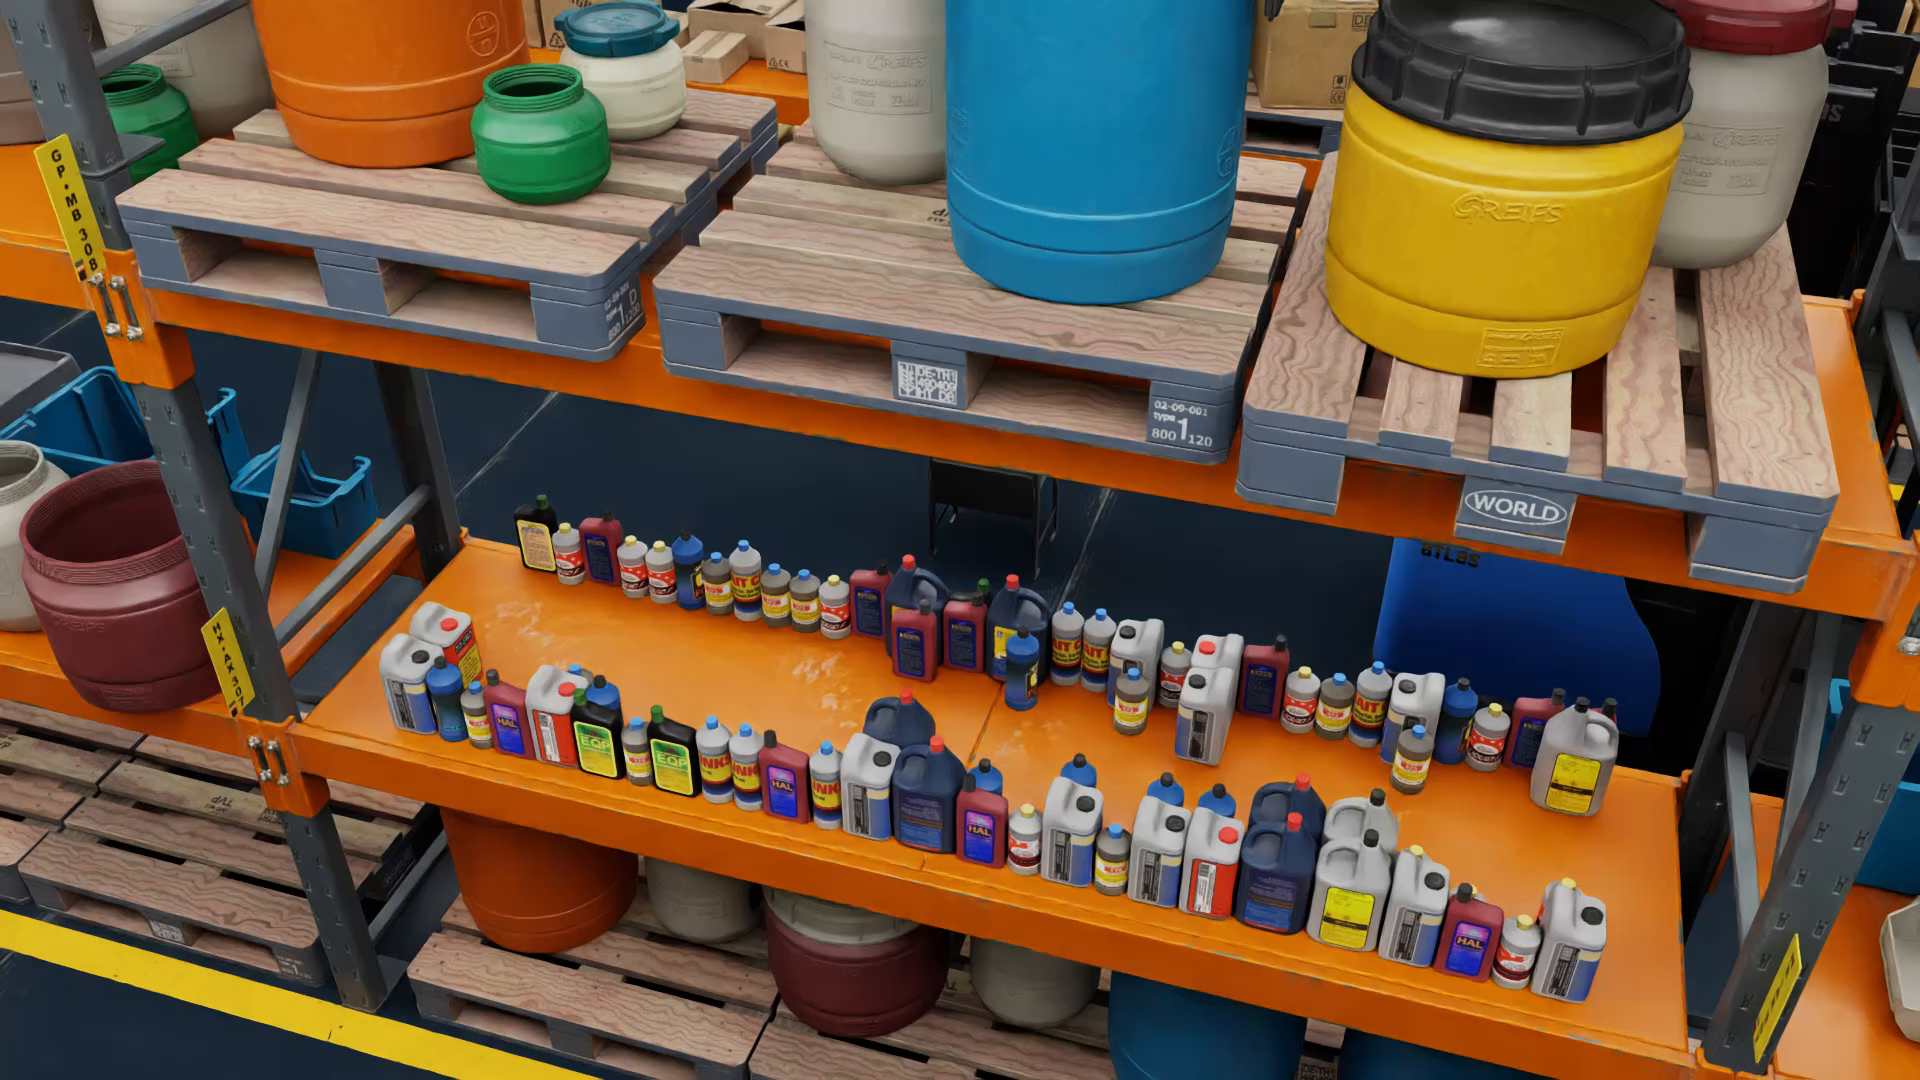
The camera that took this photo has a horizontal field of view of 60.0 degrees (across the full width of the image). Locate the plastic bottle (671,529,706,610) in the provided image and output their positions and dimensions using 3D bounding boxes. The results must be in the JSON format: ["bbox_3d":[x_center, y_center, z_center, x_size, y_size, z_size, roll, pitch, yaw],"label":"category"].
[{"bbox_3d":[-0.849,0.083,5.215,0.097,0.271,0.097,0,36,0],"label":"plastic bottle"}]

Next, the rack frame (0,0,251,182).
[{"bbox_3d":[-1.873,-2.321,3.312,0.127,3.000,1.000,10,38,14],"label":"rack frame"}]

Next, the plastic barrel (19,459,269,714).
[{"bbox_3d":[-2.406,0.130,4.928,0.708,0.536,0.600,10,38,14],"label":"plastic barrel"}]

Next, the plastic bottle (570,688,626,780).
[{"bbox_3d":[-1.000,0.533,4.594,0.133,0.283,0.061,10,38,14],"label":"plastic bottle"}]

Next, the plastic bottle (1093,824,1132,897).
[{"bbox_3d":[0.395,0.813,4.282,0.097,0.201,0.097,0,36,0],"label":"plastic bottle"}]

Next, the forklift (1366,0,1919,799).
[{"bbox_3d":[3.189,-0.361,5.768,3.031,2.935,1.130,14,39,19],"label":"forklift"}]

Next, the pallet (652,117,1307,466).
[{"bbox_3d":[0.084,-0.612,3.679,1.213,0.211,1.003,10,38,14],"label":"pallet"}]

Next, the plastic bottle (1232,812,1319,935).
[{"bbox_3d":[0.794,0.812,4.157,0.185,0.351,0.144,10,38,14],"label":"plastic bottle"}]

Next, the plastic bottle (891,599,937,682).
[{"bbox_3d":[-0.135,0.289,4.926,0.133,0.283,0.061,10,38,14],"label":"plastic bottle"}]

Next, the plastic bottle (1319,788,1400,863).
[{"bbox_3d":[1.013,0.763,4.224,0.185,0.351,0.144,10,38,14],"label":"plastic bottle"}]

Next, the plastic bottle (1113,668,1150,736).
[{"bbox_3d":[0.492,0.454,4.770,0.097,0.201,0.097,0,36,0],"label":"plastic bottle"}]

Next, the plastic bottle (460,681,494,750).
[{"bbox_3d":[-1.361,0.488,4.724,0.097,0.201,0.097,0,36,0],"label":"plastic bottle"}]

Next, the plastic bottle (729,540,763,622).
[{"bbox_3d":[-0.663,0.118,5.168,0.097,0.271,0.097,0,36,0],"label":"plastic bottle"}]

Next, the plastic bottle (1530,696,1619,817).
[{"bbox_3d":[1.667,0.570,4.487,0.185,0.351,0.144,10,38,14],"label":"plastic bottle"}]

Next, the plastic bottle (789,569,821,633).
[{"bbox_3d":[-0.477,0.180,5.142,0.097,0.201,0.097,0,36,0],"label":"plastic bottle"}]

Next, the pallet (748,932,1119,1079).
[{"bbox_3d":[0.053,1.551,5.465,1.213,0.211,1.003,10,38,14],"label":"pallet"}]

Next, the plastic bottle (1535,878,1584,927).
[{"bbox_3d":[1.492,0.922,4.135,0.097,0.201,0.097,0,36,0],"label":"plastic bottle"}]

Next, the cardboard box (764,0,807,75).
[{"bbox_3d":[-0.726,-2.760,9.044,0.500,0.311,0.500,13,38,17],"label":"cardboard box"}]

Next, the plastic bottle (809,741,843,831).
[{"bbox_3d":[-0.351,0.647,4.449,0.097,0.271,0.097,0,36,0],"label":"plastic bottle"}]

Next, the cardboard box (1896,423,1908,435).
[{"bbox_3d":[4.591,-0.692,8.178,0.250,0.166,0.380,10,38,14],"label":"cardboard box"}]

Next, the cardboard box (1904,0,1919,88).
[{"bbox_3d":[4.284,-2.109,7.157,0.500,0.500,0.500,9,37,12],"label":"cardboard box"}]

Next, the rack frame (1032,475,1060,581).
[{"bbox_3d":[0.391,-0.773,7.029,0.015,2.100,0.400,10,38,14],"label":"rack frame"}]

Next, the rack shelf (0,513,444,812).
[{"bbox_3d":[-3.782,0.032,5.783,4.000,0.370,1.077,10,38,14],"label":"rack shelf"}]

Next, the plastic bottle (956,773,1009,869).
[{"bbox_3d":[0.058,0.729,4.327,0.133,0.283,0.061,10,38,14],"label":"plastic bottle"}]

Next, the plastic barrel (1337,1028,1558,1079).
[{"bbox_3d":[1.431,1.373,4.770,0.708,0.901,0.600,10,38,14],"label":"plastic barrel"}]

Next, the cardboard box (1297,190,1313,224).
[{"bbox_3d":[2.082,-1.872,8.868,0.500,0.250,0.500,11,38,14],"label":"cardboard box"}]

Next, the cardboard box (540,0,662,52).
[{"bbox_3d":[-1.999,-3.034,9.258,0.500,0.500,0.500,9,37,11],"label":"cardboard box"}]

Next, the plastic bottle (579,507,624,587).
[{"bbox_3d":[-1.139,0.013,5.300,0.133,0.283,0.061,10,38,14],"label":"plastic bottle"}]

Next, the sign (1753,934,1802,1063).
[{"bbox_3d":[1.779,1.002,3.625,0.005,0.325,0.100,10,38,14],"label":"sign"}]

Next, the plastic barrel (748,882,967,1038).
[{"bbox_3d":[-0.323,1.174,5.305,0.708,0.588,0.600,10,38,14],"label":"plastic barrel"}]

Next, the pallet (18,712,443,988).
[{"bbox_3d":[-2.601,1.060,6.132,1.213,0.211,1.003,10,38,14],"label":"pallet"}]

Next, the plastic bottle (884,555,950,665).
[{"bbox_3d":[-0.129,0.199,4.991,0.185,0.351,0.144,10,38,14],"label":"plastic bottle"}]

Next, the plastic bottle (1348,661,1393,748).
[{"bbox_3d":[1.165,0.456,4.708,0.097,0.271,0.097,0,36,0],"label":"plastic bottle"}]

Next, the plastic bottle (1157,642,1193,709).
[{"bbox_3d":[0.631,0.385,4.863,0.097,0.201,0.097,0,36,0],"label":"plastic bottle"}]

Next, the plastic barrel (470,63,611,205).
[{"bbox_3d":[-0.930,-0.902,3.691,0.294,0.245,0.294,0,36,0],"label":"plastic barrel"}]

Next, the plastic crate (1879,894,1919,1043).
[{"bbox_3d":[2.347,1.048,3.968,0.243,0.136,0.396,10,38,14],"label":"plastic crate"}]

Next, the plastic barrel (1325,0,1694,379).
[{"bbox_3d":[1.013,-0.697,3.123,0.600,0.588,0.600,0,36,0],"label":"plastic barrel"}]

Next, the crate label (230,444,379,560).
[{"bbox_3d":[-2.163,-0.124,5.529,0.416,0.233,0.303,10,38,14],"label":"crate label"}]

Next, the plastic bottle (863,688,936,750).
[{"bbox_3d":[-0.164,0.540,4.527,0.185,0.351,0.144,10,38,14],"label":"plastic bottle"}]

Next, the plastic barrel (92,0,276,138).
[{"bbox_3d":[-2.078,-1.386,4.478,0.421,0.512,0.421,0,36,0],"label":"plastic barrel"}]

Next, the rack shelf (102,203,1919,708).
[{"bbox_3d":[0.036,-0.469,3.934,4.000,0.370,1.077,10,38,14],"label":"rack shelf"}]

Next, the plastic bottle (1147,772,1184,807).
[{"bbox_3d":[0.533,0.716,4.355,0.097,0.271,0.097,0,36,0],"label":"plastic bottle"}]

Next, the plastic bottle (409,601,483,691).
[{"bbox_3d":[-1.511,0.319,4.891,0.135,0.276,0.152,10,38,14],"label":"plastic bottle"}]

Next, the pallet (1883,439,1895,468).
[{"bbox_3d":[4.081,-0.754,8.597,1.213,0.211,1.003,10,38,14],"label":"pallet"}]

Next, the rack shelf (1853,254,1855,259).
[{"bbox_3d":[5.335,-1.356,7.669,4.000,0.370,1.077,10,38,14],"label":"rack shelf"}]

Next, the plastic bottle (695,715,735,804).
[{"bbox_3d":[-0.665,0.589,4.528,0.097,0.271,0.097,0,36,0],"label":"plastic bottle"}]

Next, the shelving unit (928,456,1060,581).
[{"bbox_3d":[0.158,-0.816,7.088,0.503,2.100,0.431,10,38,14],"label":"shelving unit"}]

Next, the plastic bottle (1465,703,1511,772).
[{"bbox_3d":[1.479,0.543,4.650,0.097,0.201,0.097,0,36,0],"label":"plastic bottle"}]

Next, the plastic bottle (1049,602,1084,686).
[{"bbox_3d":[0.316,0.299,4.922,0.097,0.271,0.097,0,36,0],"label":"plastic bottle"}]

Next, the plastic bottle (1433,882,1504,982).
[{"bbox_3d":[1.238,0.948,4.030,0.133,0.283,0.061,10,38,14],"label":"plastic bottle"}]
